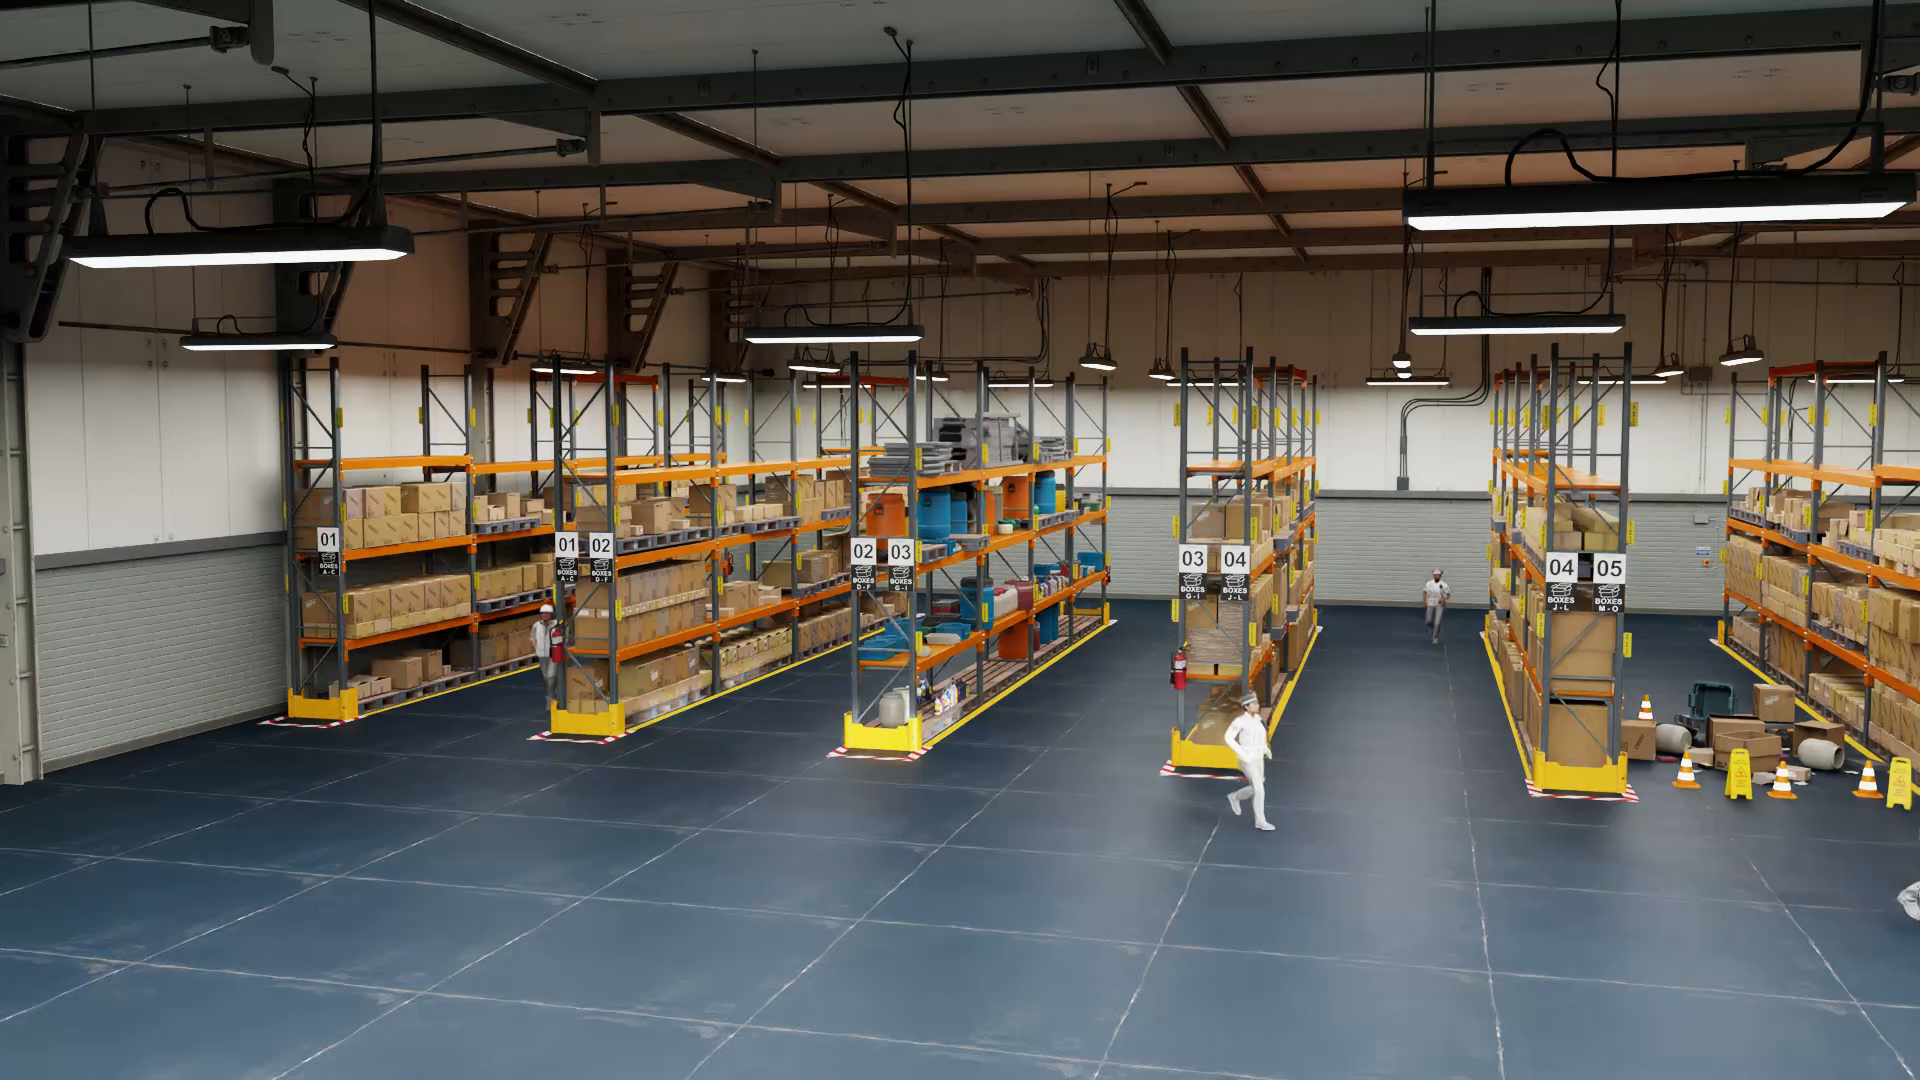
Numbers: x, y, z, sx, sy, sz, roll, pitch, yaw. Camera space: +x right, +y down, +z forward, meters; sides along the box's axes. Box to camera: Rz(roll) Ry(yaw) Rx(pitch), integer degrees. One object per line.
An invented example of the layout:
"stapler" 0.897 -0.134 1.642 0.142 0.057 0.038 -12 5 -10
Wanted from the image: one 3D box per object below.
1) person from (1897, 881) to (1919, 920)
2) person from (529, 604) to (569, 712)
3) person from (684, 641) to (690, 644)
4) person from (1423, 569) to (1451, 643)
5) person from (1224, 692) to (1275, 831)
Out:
"person" 9.529 2.957 15.982 0.715 1.828 0.907 -2 5 -30
"person" -7.111 1.999 28.747 0.610 1.805 0.889 1 4 8
"person" -5.672 1.715 33.810 0.510 1.642 0.733 1 4 12
"person" 10.592 1.463 37.003 0.625 1.663 0.533 2 5 26
"person" 3.528 2.680 20.332 0.649 1.663 0.753 -4 6 -44
